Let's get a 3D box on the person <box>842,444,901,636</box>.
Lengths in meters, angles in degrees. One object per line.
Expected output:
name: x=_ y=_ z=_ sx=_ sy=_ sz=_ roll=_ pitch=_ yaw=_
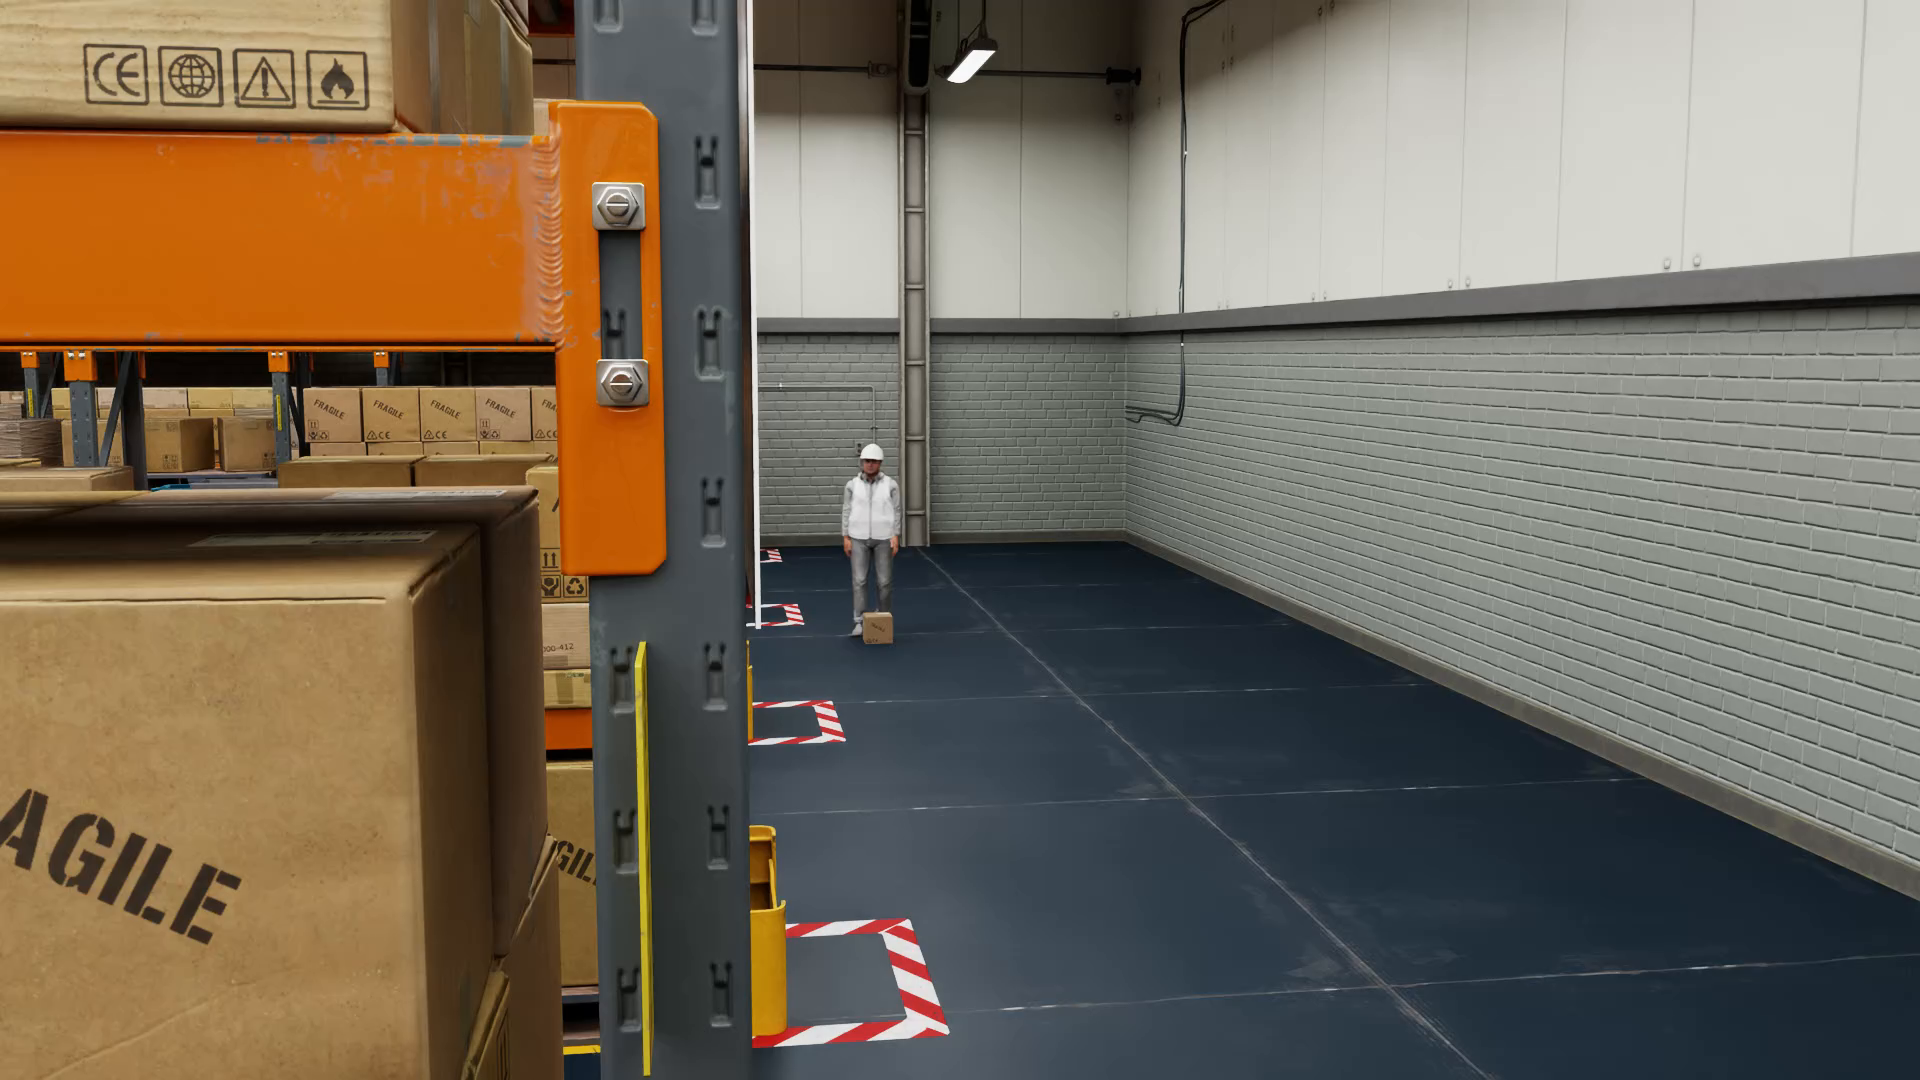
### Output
person: x=-0.833 y=-0.010 z=15.612 sx=0.552 sy=1.778 sz=0.533 roll=0 pitch=6 yaw=1
